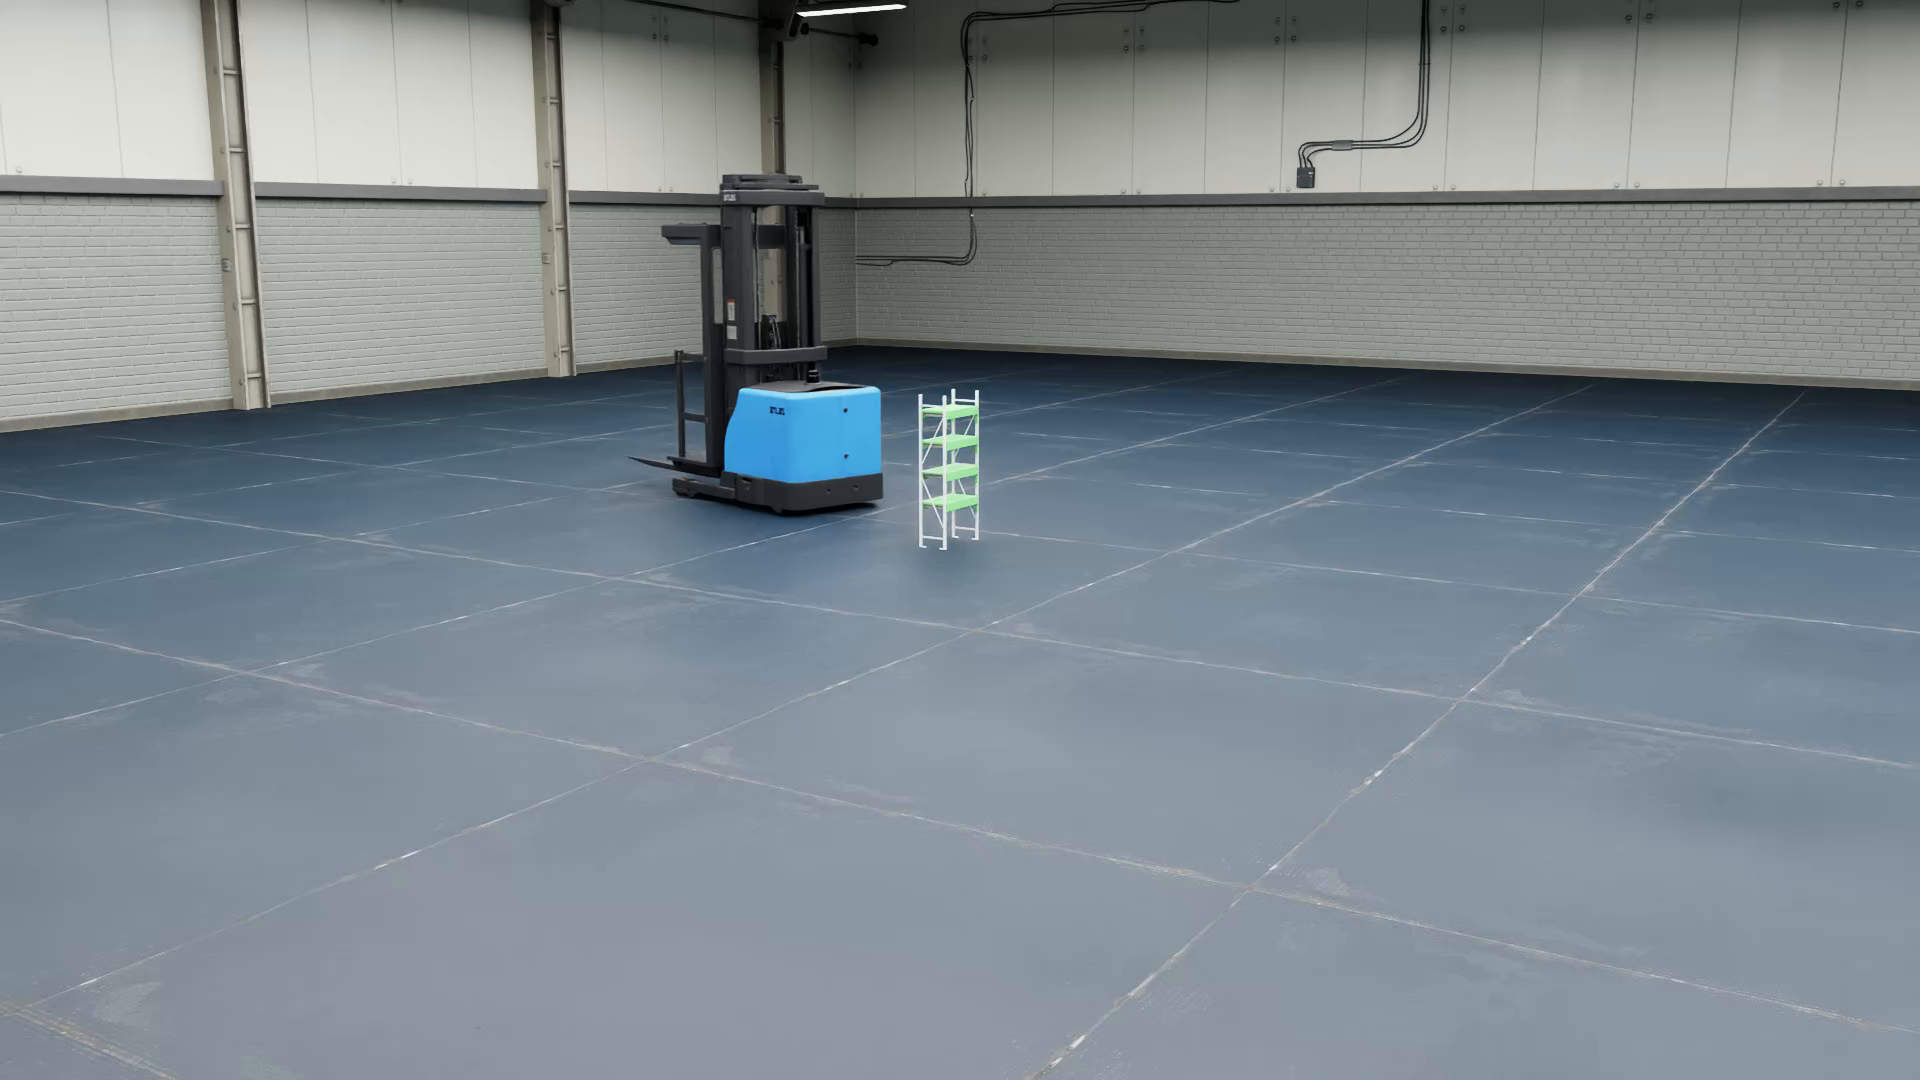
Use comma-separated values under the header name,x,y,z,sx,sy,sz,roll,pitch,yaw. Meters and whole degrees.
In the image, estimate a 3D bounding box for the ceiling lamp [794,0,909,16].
name,x,y,z,sx,sy,sz,roll,pitch,yaw
ceiling lamp,-1.599,-9.961,26.257,2.000,3.185,0.800,6,12,31

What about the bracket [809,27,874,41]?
name,x,y,z,sx,sy,sz,roll,pitch,yaw
bracket,-2.210,-10.233,33.795,0.076,0.066,3.189,6,12,31

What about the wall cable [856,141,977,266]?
name,x,y,z,sx,sy,sz,roll,pitch,yaw
wall cable,-0.993,-6.964,34.549,3.097,2.526,0.112,6,12,31

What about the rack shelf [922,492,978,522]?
name,x,y,z,sx,sy,sz,roll,pitch,yaw
rack shelf,-0.086,-0.265,13.175,0.258,0.148,0.480,6,12,31

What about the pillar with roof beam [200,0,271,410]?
name,x,y,z,sx,sy,sz,roll,pitch,yaw
pillar with roof beam,-6.203,-5.854,20.186,9.100,9.000,0.400,6,12,31

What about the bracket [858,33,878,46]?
name,x,y,z,sx,sy,sz,roll,pitch,yaw
bracket,-1.903,-10.326,34.291,0.235,0.232,0.430,6,12,31

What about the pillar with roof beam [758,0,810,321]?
name,x,y,z,sx,sy,sz,roll,pitch,yaw
pillar with roof beam,0.027,-7.742,30.267,9.100,9.000,0.548,6,12,31

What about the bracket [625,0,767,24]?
name,x,y,z,sx,sy,sz,roll,pitch,yaw
bracket,-4.902,-9.418,29.438,0.076,0.066,4.783,6,12,31

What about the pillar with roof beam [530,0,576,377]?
name,x,y,z,sx,sy,sz,roll,pitch,yaw
pillar with roof beam,-3.088,-6.798,25.226,9.100,9.000,0.548,6,12,31

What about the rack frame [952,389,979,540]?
name,x,y,z,sx,sy,sz,roll,pitch,yaw
rack frame,0.041,-0.602,13.324,0.240,1.200,0.015,6,12,31

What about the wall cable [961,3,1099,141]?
name,x,y,z,sx,sy,sz,roll,pitch,yaw
wall cable,1.319,-9.188,32.704,3.097,2.526,0.112,6,12,31

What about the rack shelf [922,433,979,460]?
name,x,y,z,sx,sy,sz,roll,pitch,yaw
rack shelf,-0.086,-0.737,13.087,0.258,0.148,0.480,6,12,31

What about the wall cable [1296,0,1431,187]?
name,x,y,z,sx,sy,sz,roll,pitch,yaw
wall cable,7.113,-9.252,29.093,2.305,6.003,0.169,6,12,31

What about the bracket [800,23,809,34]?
name,x,y,z,sx,sy,sz,roll,pitch,yaw
bracket,-3.134,-9.954,32.300,0.235,0.232,0.430,6,12,31

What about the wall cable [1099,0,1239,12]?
name,x,y,z,sx,sy,sz,roll,pitch,yaw
wall cable,3.964,-11.128,30.706,3.097,2.526,0.112,6,12,31

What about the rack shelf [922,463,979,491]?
name,x,y,z,sx,sy,sz,roll,pitch,yaw
rack shelf,-0.086,-0.501,13.131,0.258,0.148,0.480,6,12,31

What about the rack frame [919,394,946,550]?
name,x,y,z,sx,sy,sz,roll,pitch,yaw
rack frame,-0.213,-0.525,12.914,0.240,1.200,0.015,6,12,31

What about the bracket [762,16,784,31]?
name,x,y,z,sx,sy,sz,roll,pitch,yaw
bracket,-3.564,-9.823,31.603,0.235,0.232,0.430,6,12,31

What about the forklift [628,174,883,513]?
name,x,y,z,sx,sy,sz,roll,pitch,yaw
forklift,-2.051,-1.886,15.478,1.130,2.935,3.031,-9,14,-41

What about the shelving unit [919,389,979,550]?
name,x,y,z,sx,sy,sz,roll,pitch,yaw
shelving unit,-0.086,-0.564,13.119,0.258,1.200,0.503,6,12,31

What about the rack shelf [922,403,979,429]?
name,x,y,z,sx,sy,sz,roll,pitch,yaw
rack shelf,-0.086,-0.973,13.043,0.258,0.148,0.480,6,12,31
